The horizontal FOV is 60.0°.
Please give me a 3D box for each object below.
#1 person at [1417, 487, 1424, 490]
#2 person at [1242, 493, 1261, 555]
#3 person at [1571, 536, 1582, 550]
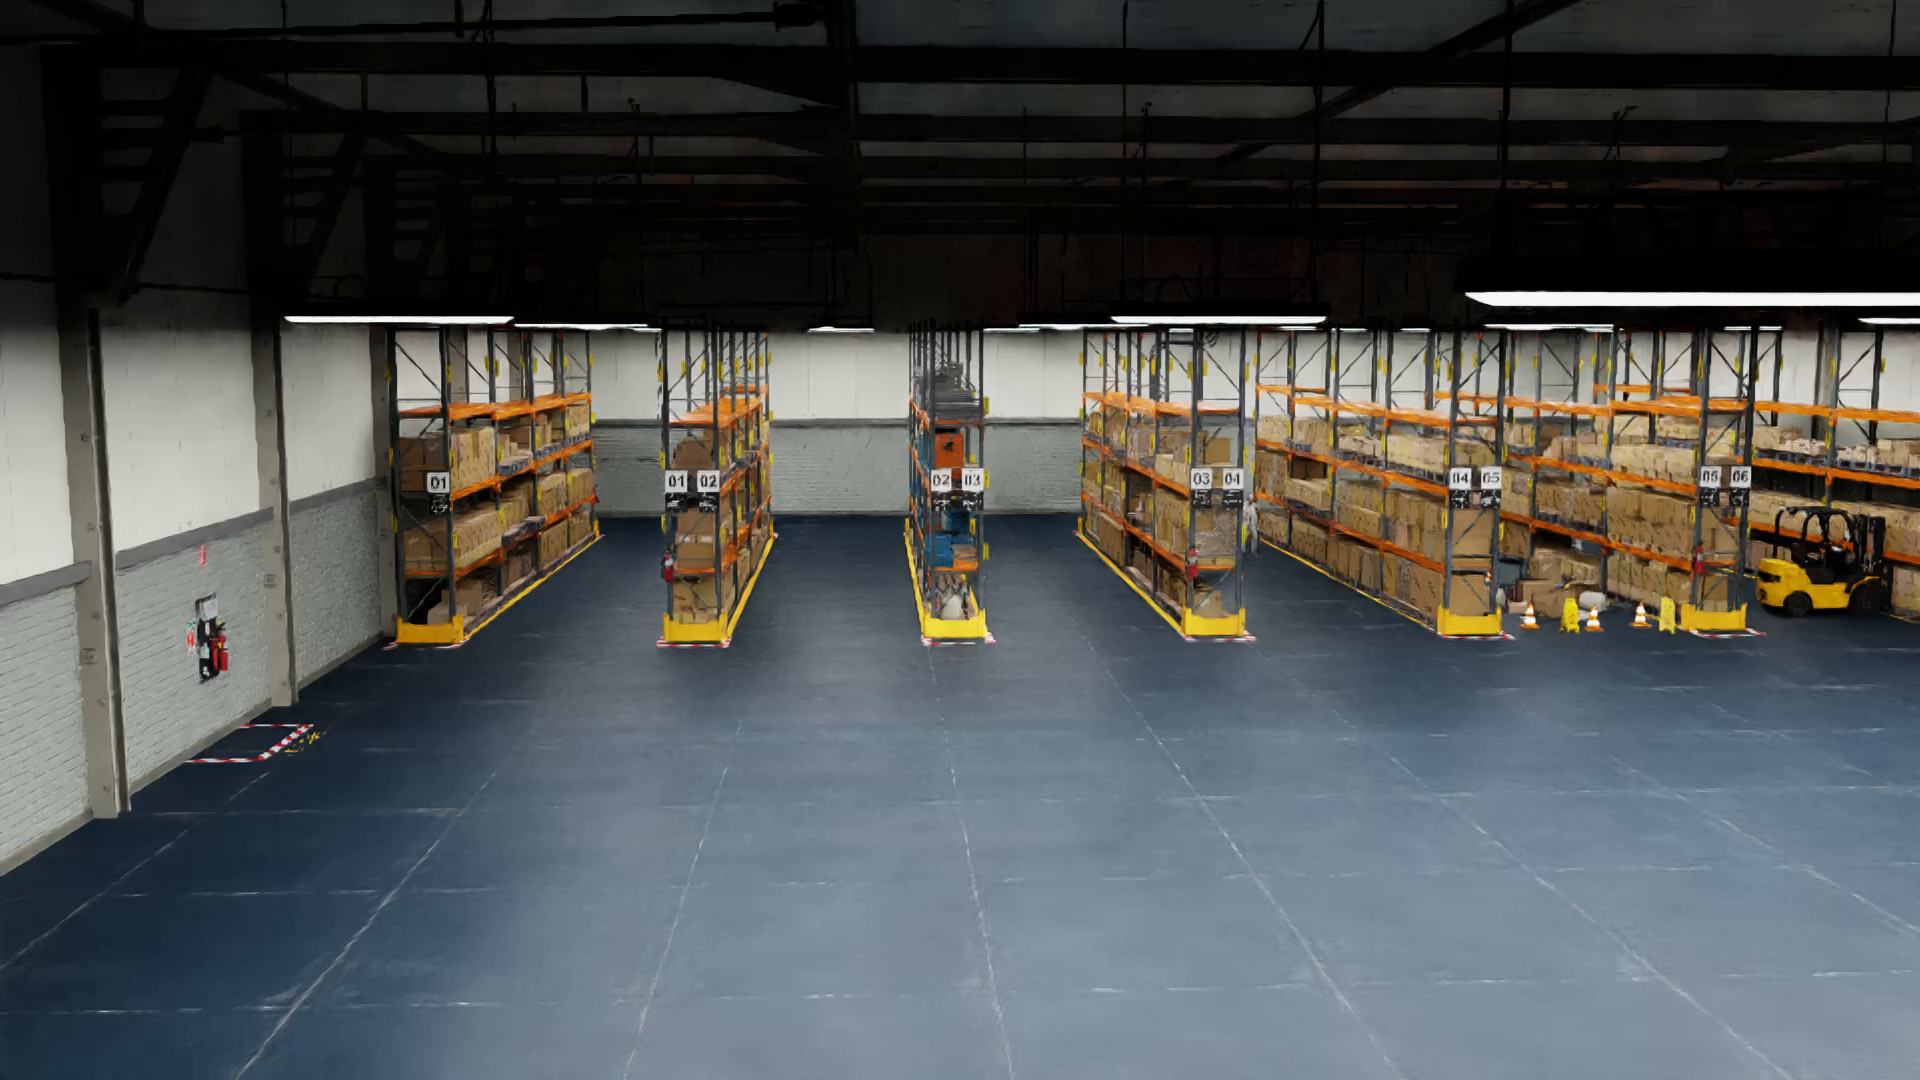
[{"bbox_3d":[12.542,-0.741,45.287,0.546,1.793,0.632,1,7,7],"label":"person"},{"bbox_3d":[7.566,-0.428,43.450,0.627,1.598,0.798,0,7,2],"label":"person"},{"bbox_3d":[15.816,-0.428,42.525,0.505,1.798,0.711,-4,8,-32],"label":"person"}]
